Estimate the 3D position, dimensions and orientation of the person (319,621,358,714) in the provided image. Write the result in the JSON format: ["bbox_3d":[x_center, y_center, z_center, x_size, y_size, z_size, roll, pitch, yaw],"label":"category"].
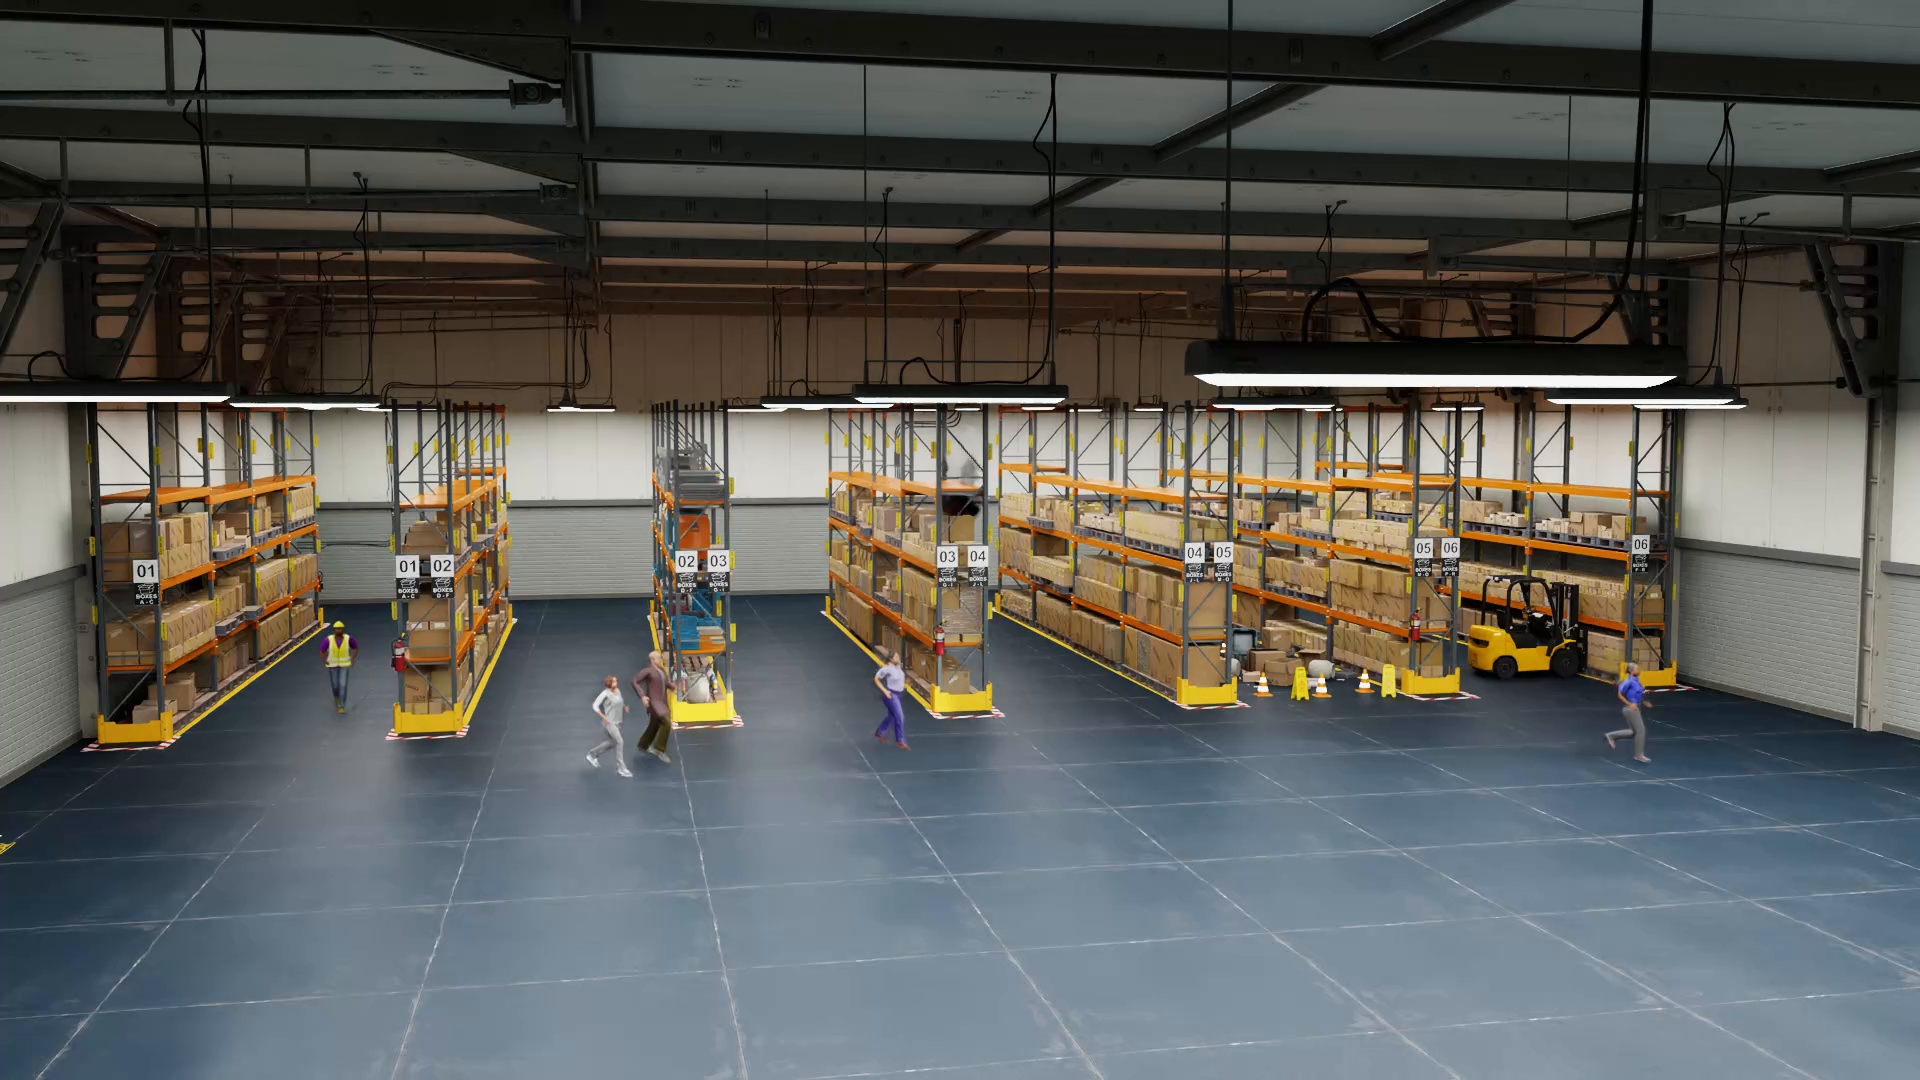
[{"bbox_3d":[-11.965,2.436,32.034,0.707,1.753,0.884,-1,5,-17],"label":"person"}]

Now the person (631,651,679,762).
[{"bbox_3d":[-5.034,2.763,27.574,0.823,1.840,0.674,1,4,13],"label":"person"}]

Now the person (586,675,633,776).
[{"bbox_3d":[-5.564,2.934,26.445,0.803,1.606,0.526,1,5,18],"label":"person"}]

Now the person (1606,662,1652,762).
[{"bbox_3d":[11.120,2.846,27.584,0.718,1.642,0.577,3,5,35],"label":"person"}]

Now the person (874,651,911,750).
[{"bbox_3d":[-1.168,2.747,28.629,0.777,1.689,0.595,2,5,23],"label":"person"}]
